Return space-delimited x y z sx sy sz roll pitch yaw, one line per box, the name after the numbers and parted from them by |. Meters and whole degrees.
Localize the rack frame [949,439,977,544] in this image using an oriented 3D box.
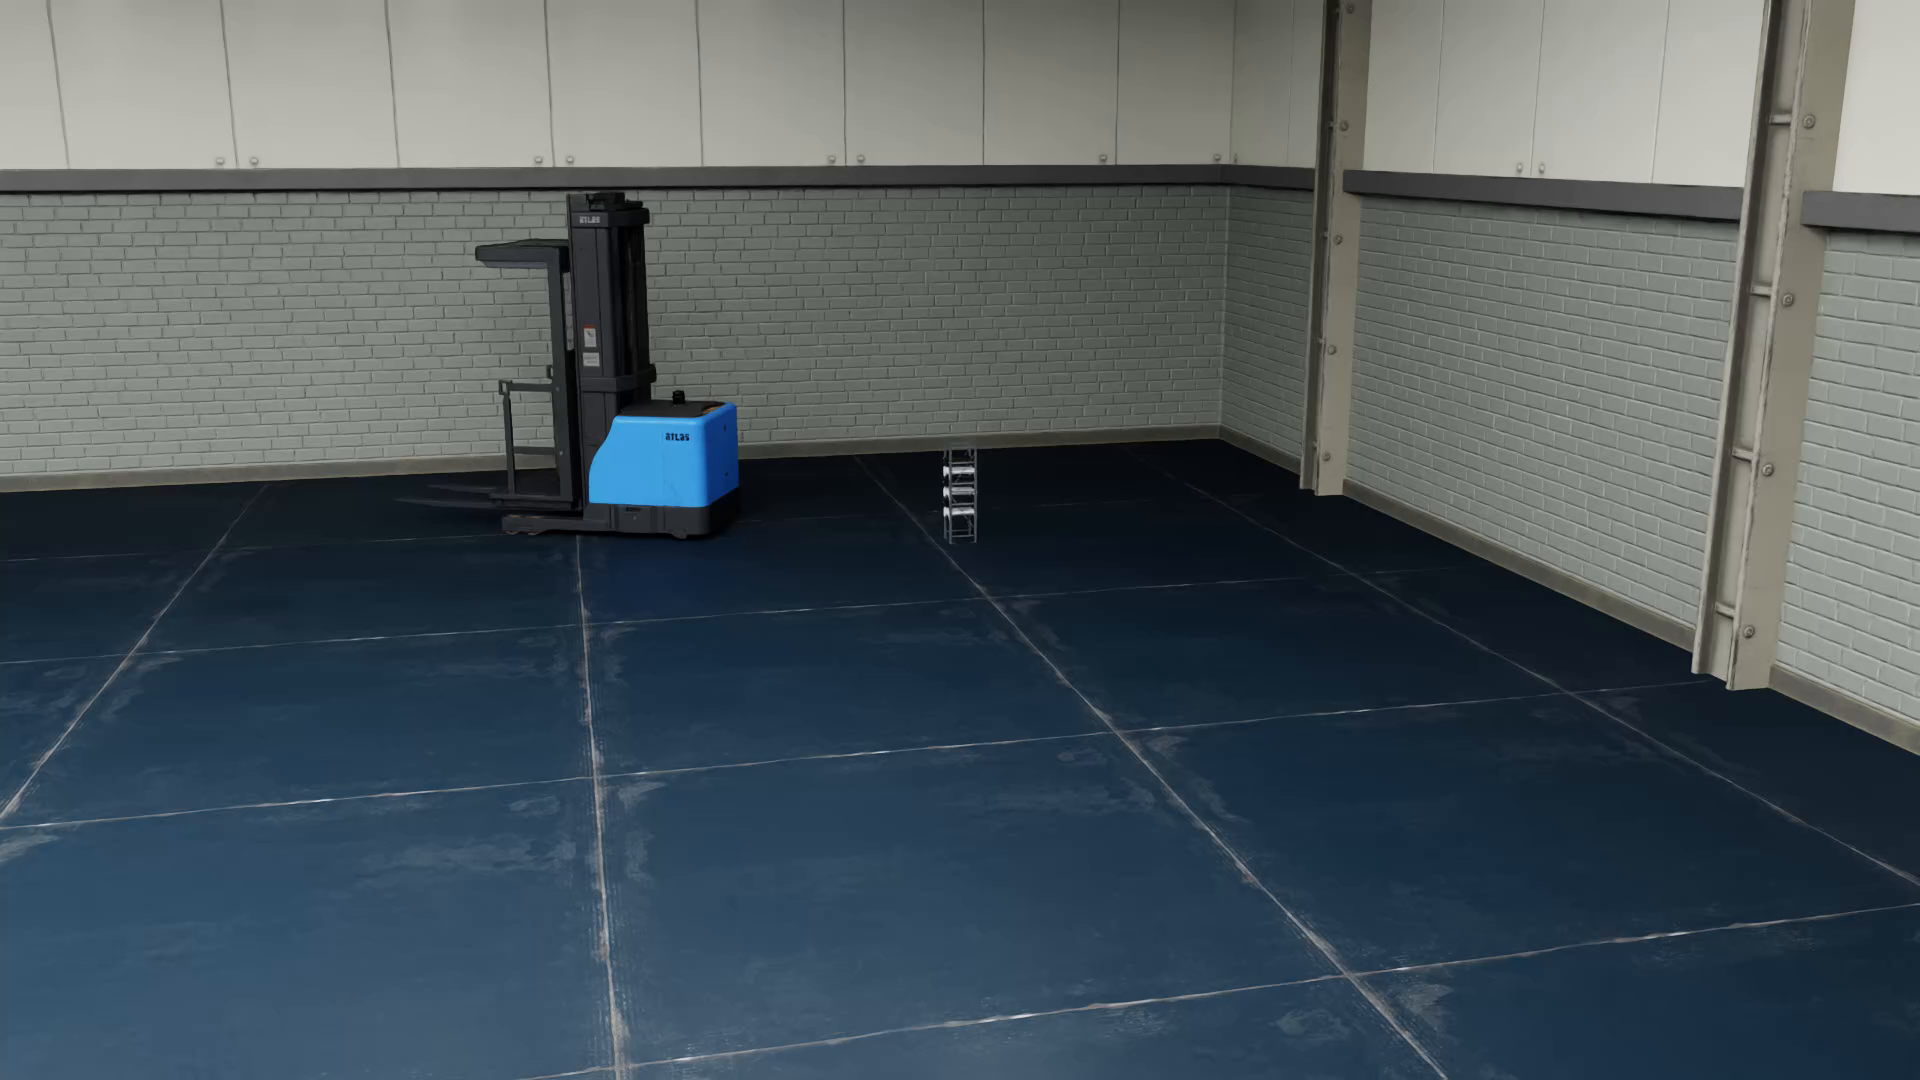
0.026 -0.412 14.217 0.240 0.900 0.006 -3 14 -13 | rack frame

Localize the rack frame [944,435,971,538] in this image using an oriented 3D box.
-0.022 -0.459 14.409 0.240 0.900 0.006 -3 14 -13 | rack frame

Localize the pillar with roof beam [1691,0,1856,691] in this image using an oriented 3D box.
0.800 -3.233 8.698 9.100 9.000 0.400 -3 14 -13 | pillar with roof beam

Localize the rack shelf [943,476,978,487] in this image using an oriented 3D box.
0.002 -0.490 14.299 0.258 0.077 0.200 -3 14 -13 | rack shelf

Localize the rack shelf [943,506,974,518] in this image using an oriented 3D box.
0.002 -0.228 14.363 0.258 0.077 0.200 -3 14 -13 | rack shelf

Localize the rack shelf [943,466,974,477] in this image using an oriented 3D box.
0.002 -0.578 14.278 0.258 0.077 0.200 -3 14 -13 | rack shelf

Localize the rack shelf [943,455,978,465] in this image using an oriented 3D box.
0.002 -0.665 14.256 0.258 0.077 0.200 -3 14 -13 | rack shelf

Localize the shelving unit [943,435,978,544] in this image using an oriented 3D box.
0.002 -0.435 14.313 0.258 0.900 0.210 -3 14 -13 | shelving unit

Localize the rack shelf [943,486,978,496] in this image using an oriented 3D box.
0.002 -0.403 14.320 0.258 0.077 0.200 -3 14 -13 | rack shelf

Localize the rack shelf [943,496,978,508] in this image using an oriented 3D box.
0.002 -0.315 14.342 0.258 0.077 0.200 -3 14 -13 | rack shelf

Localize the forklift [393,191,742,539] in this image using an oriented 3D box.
-3.567 -1.584 14.735 3.031 2.935 1.130 3 14 10 | forklift

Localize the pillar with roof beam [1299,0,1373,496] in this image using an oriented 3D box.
-0.610 -4.617 14.364 9.100 9.000 0.400 -3 14 -13 | pillar with roof beam
